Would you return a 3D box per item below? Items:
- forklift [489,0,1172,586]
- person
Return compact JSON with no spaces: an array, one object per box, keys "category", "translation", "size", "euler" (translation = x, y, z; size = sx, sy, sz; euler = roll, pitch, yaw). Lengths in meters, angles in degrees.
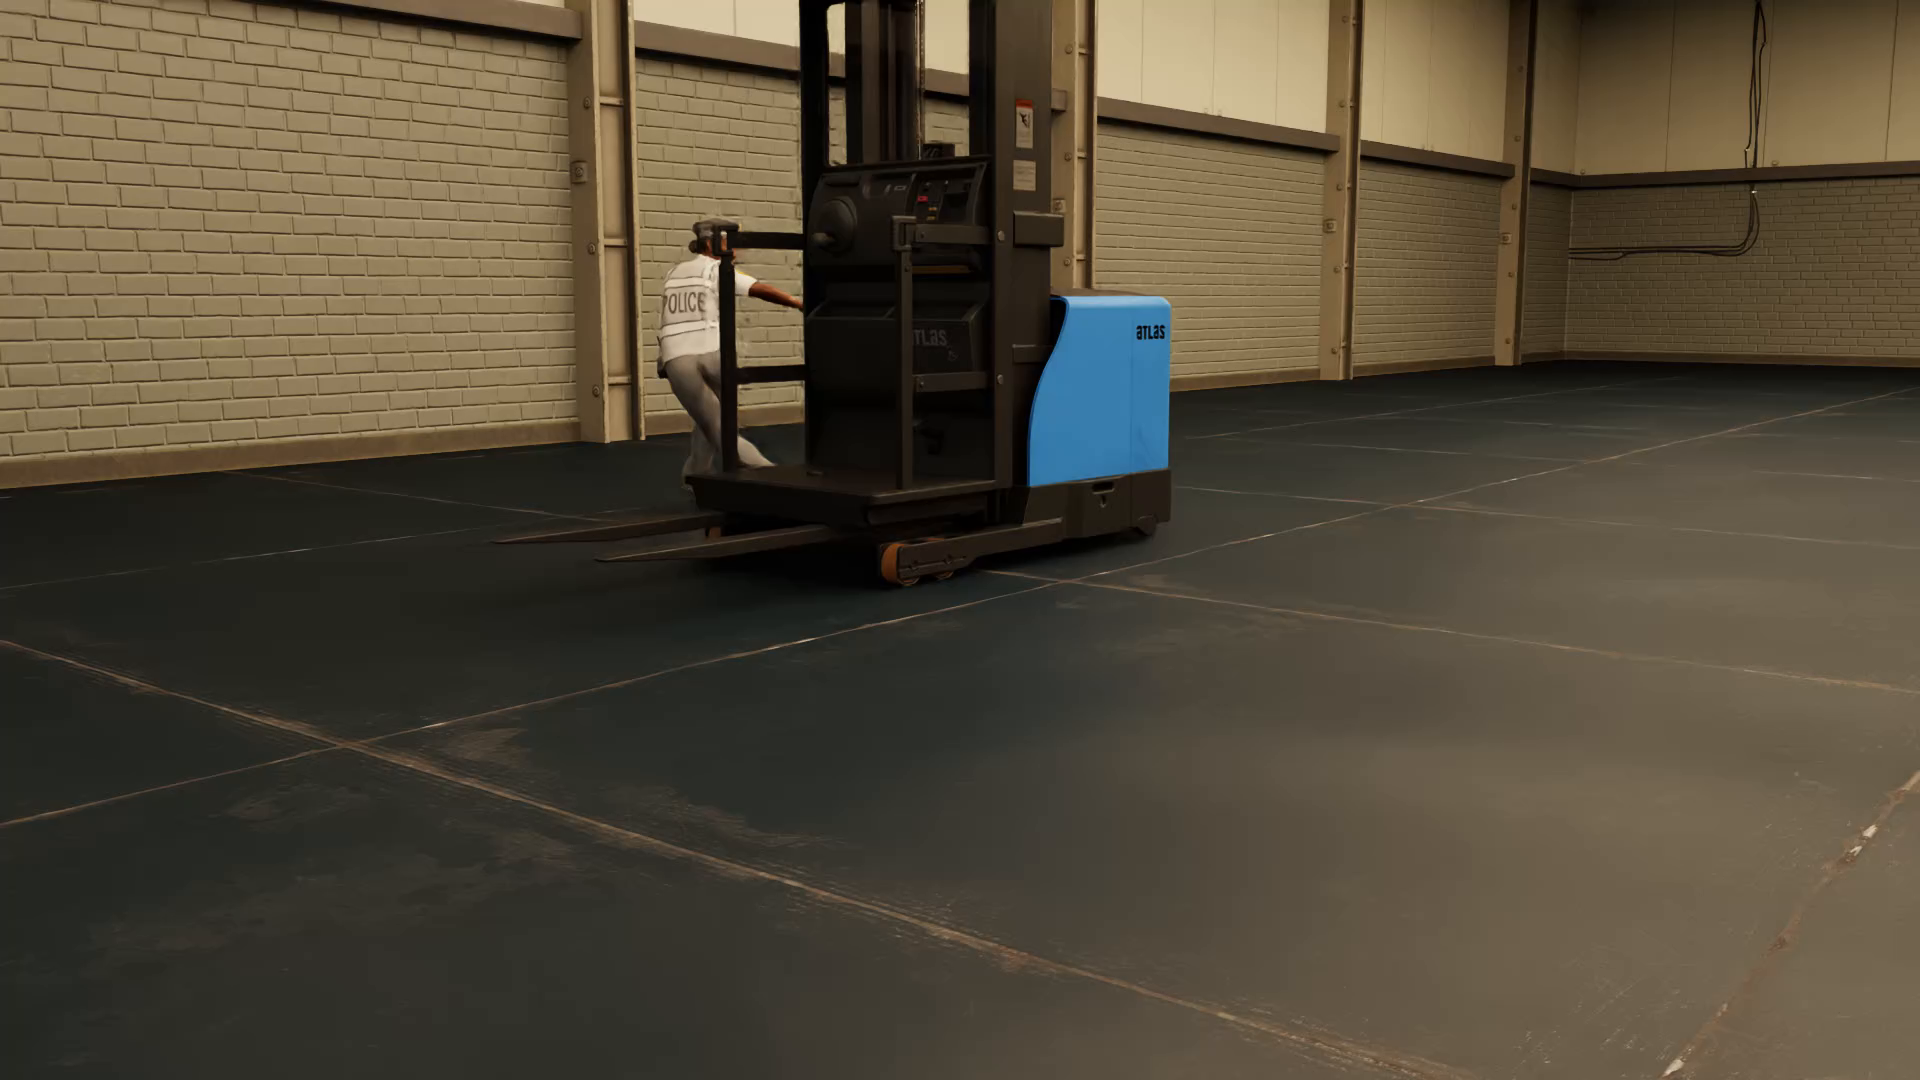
[{"category":"forklift","translation":[-0.401,-1.358,6.564],"size":[1.130,2.935,3.031],"euler":[7,11,41]},{"category":"person","translation":[-1.103,-0.899,8.516],"size":[0.856,1.464,1.045],"euler":[0,8,1]}]
